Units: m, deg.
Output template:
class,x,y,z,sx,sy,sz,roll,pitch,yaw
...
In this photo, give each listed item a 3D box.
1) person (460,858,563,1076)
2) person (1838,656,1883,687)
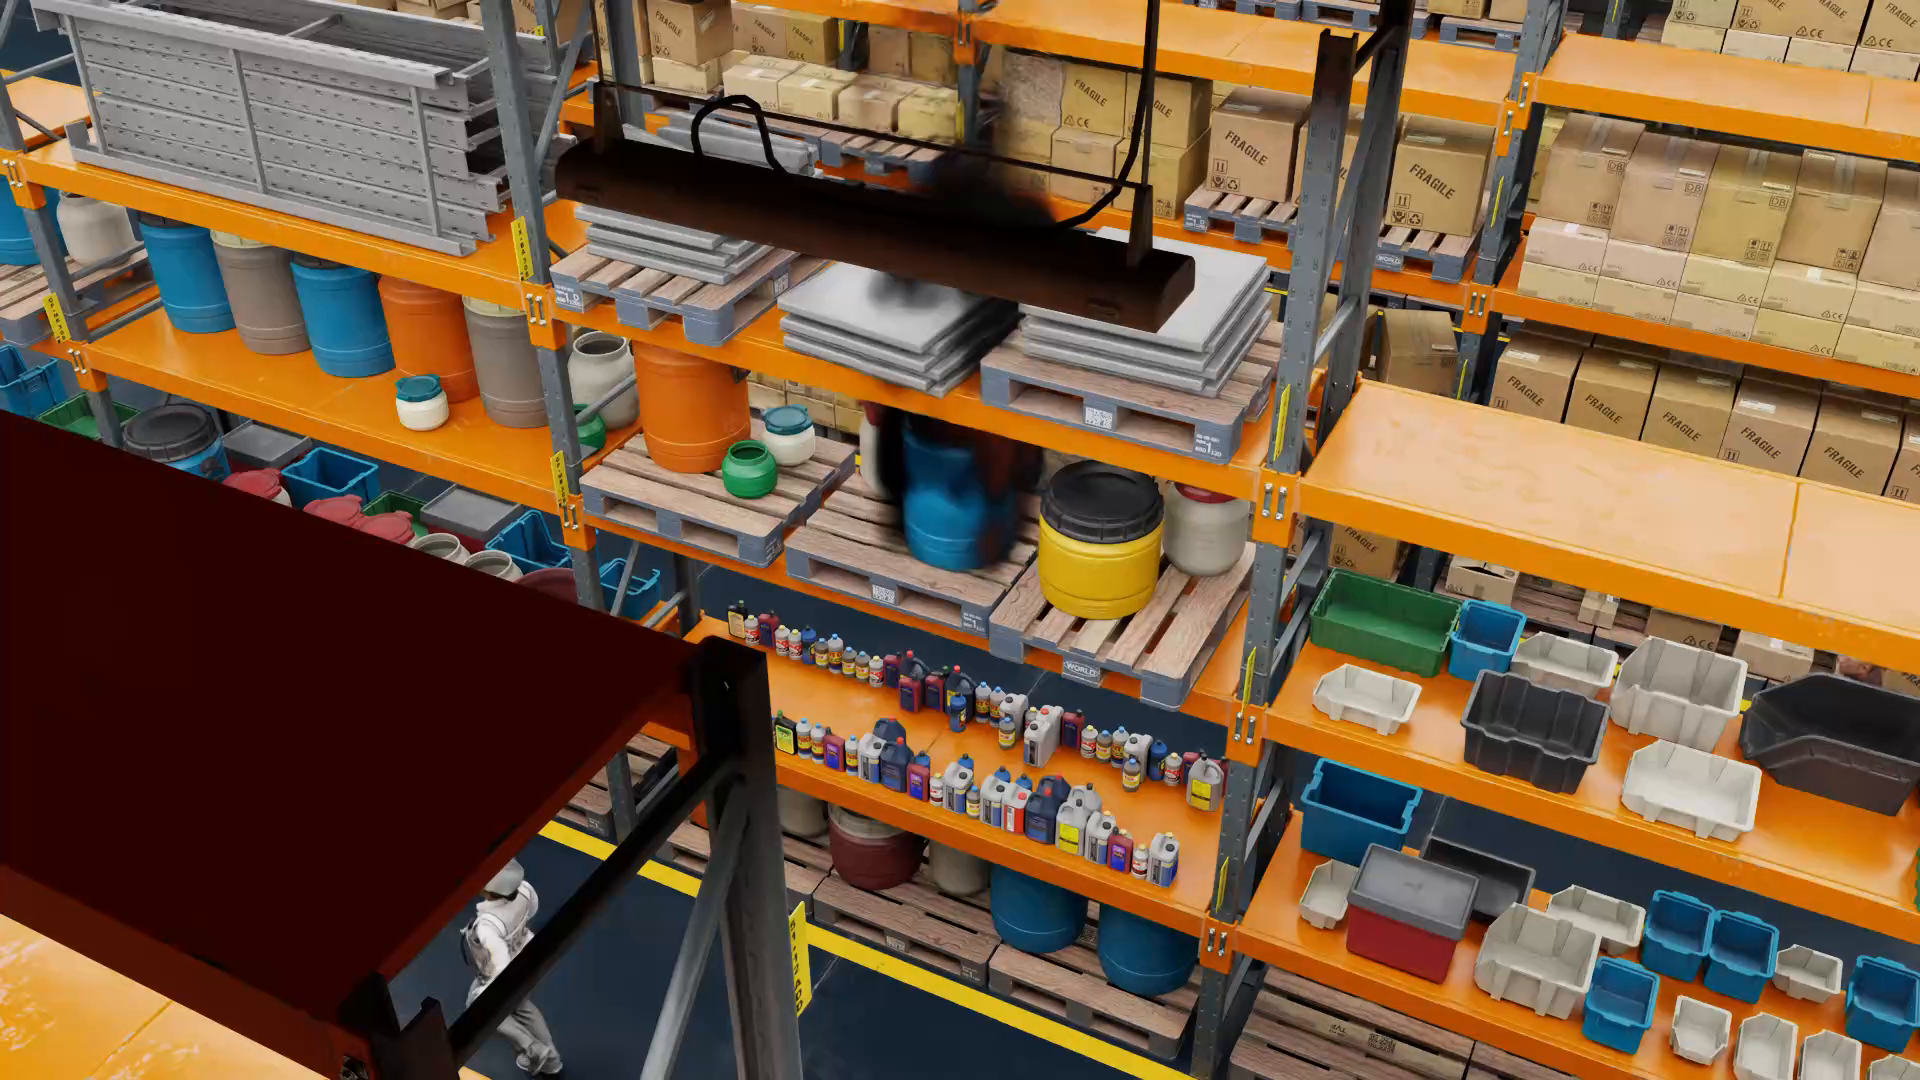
class,x,y,z,sx,sy,sz,roll,pitch,yaw
person,-2.523,2.336,9.105,0.514,1.659,0.605,11,37,16
person,5.712,1.356,10.443,0.823,1.727,0.686,10,36,14
